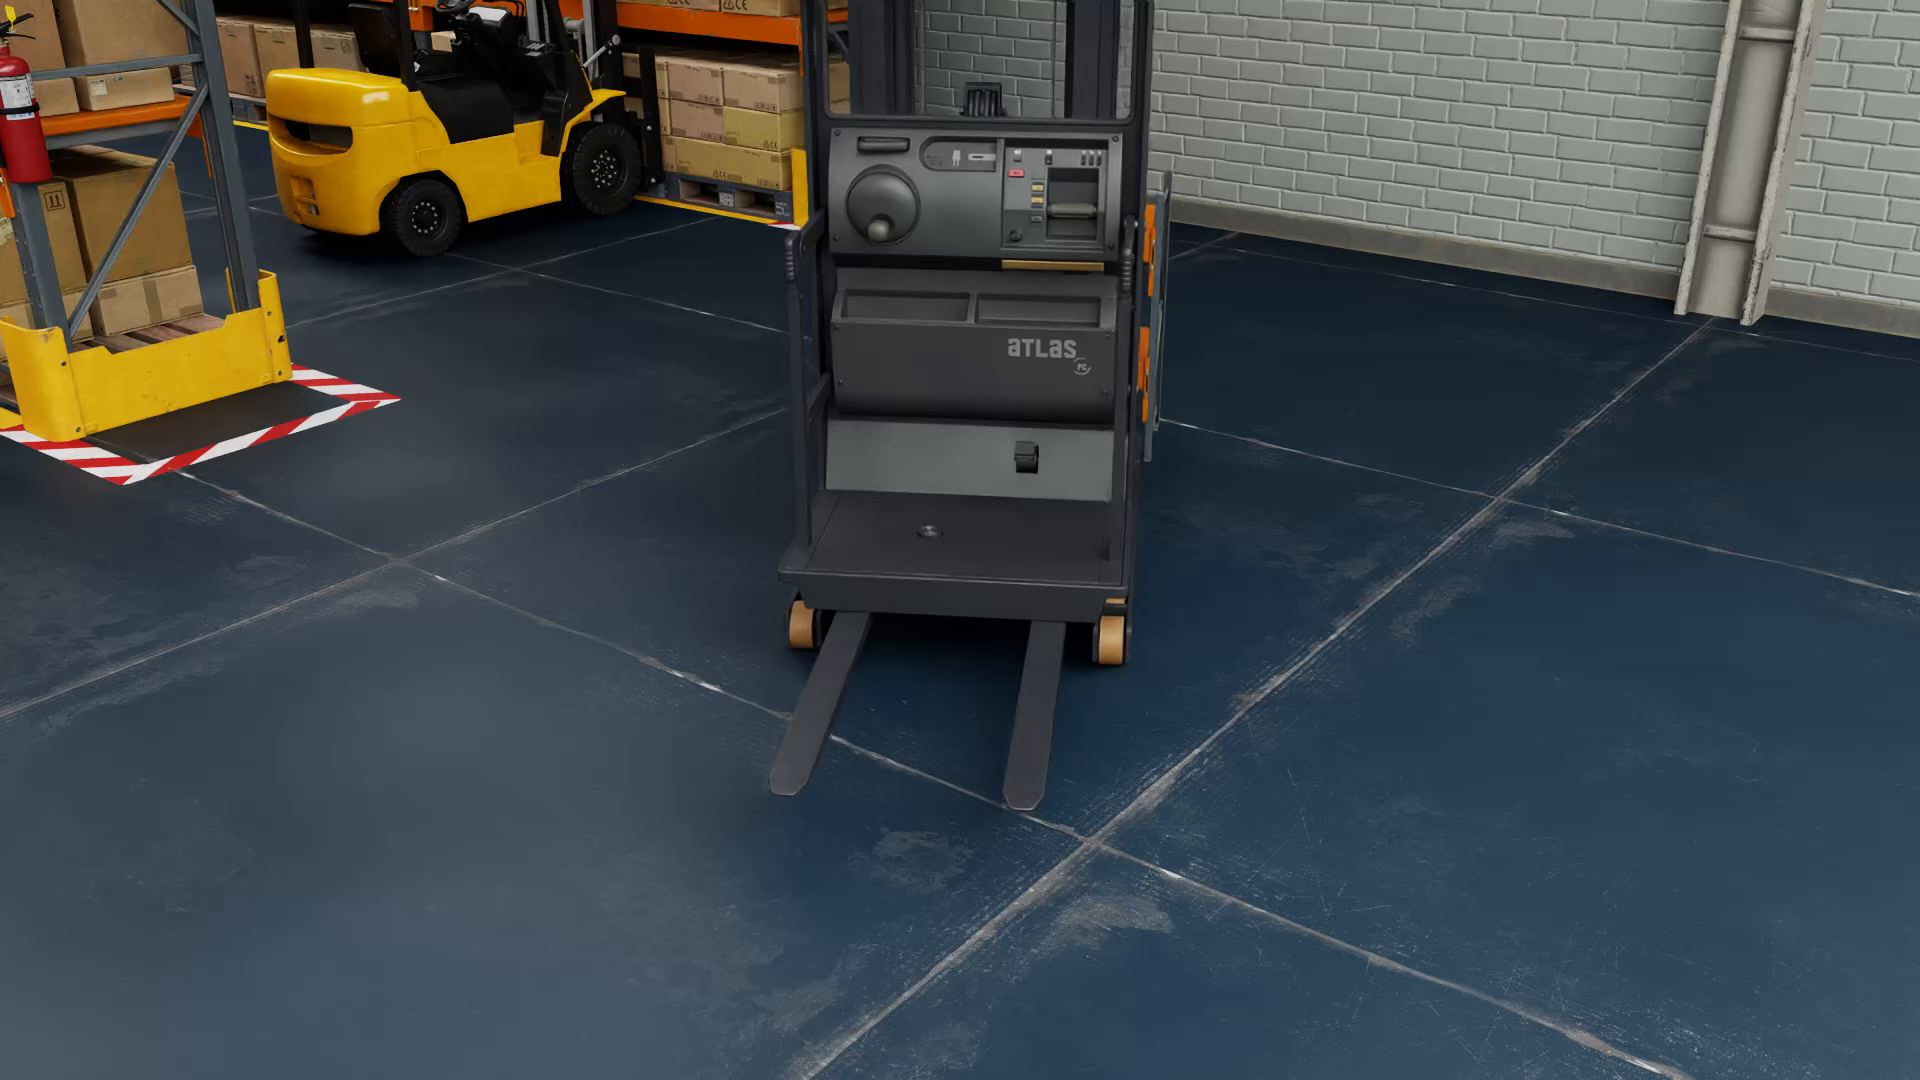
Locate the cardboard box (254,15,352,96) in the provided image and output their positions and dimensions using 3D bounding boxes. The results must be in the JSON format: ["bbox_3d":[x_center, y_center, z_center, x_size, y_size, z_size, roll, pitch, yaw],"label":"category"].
[{"bbox_3d":[-5.496,-4.167,14.411,0.625,0.625,0.875,15,28,31],"label":"cardboard box"}]

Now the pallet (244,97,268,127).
[{"bbox_3d":[-5.446,-3.752,14.503,1.213,0.211,1.003,17,29,33],"label":"pallet"}]

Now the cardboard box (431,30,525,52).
[{"bbox_3d":[-3.654,-3.740,12.668,0.500,0.250,0.500,16,29,33],"label":"cardboard box"}]

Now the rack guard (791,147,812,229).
[{"bbox_3d":[-0.633,-2.450,11.191,0.348,0.500,1.175,17,29,33],"label":"rack guard"}]

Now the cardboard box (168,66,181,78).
[{"bbox_3d":[-7.521,-4.616,15.585,0.500,0.500,0.500,18,29,35],"label":"cardboard box"}]

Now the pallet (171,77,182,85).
[{"bbox_3d":[-7.629,-4.451,16.091,1.213,0.211,1.003,17,29,33],"label":"pallet"}]

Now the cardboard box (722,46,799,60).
[{"bbox_3d":[-1.325,-3.288,11.642,0.500,0.250,0.500,17,29,33],"label":"cardboard box"}]

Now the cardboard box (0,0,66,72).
[{"bbox_3d":[-4.226,-2.222,7.079,0.500,0.500,0.500,16,29,32],"label":"cardboard box"}]

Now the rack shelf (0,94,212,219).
[{"bbox_3d":[-5.227,-2.152,8.306,4.000,0.370,1.077,17,29,33],"label":"rack shelf"}]

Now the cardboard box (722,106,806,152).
[{"bbox_3d":[-1.229,-2.779,11.107,0.500,0.250,0.500,16,29,33],"label":"cardboard box"}]

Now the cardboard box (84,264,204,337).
[{"bbox_3d":[-4.106,-1.216,8.178,0.500,0.250,0.500,17,29,33],"label":"cardboard box"}]

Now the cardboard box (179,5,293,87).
[{"bbox_3d":[-6.563,-4.485,15.133,0.625,0.625,0.875,18,29,35],"label":"cardboard box"}]

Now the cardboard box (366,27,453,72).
[{"bbox_3d":[-4.277,-3.795,13.568,0.625,0.625,0.875,18,30,36],"label":"cardboard box"}]

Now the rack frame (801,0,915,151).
[{"bbox_3d":[-0.652,-3.600,10.700,0.127,3.000,1.000,17,29,33],"label":"rack frame"}]

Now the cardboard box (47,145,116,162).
[{"bbox_3d":[-4.546,-1.690,8.324,0.500,0.500,0.500,16,28,31],"label":"cardboard box"}]

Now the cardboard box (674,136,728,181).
[{"bbox_3d":[-1.610,-2.669,11.476,0.500,0.250,0.500,17,29,33],"label":"cardboard box"}]

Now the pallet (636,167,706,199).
[{"bbox_3d":[-2.261,-2.791,12.322,1.213,0.211,1.003,17,29,33],"label":"pallet"}]

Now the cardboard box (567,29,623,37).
[{"bbox_3d":[-2.929,-3.784,12.768,0.500,0.250,0.500,16,29,33],"label":"cardboard box"}]

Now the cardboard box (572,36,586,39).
[{"bbox_3d":[-2.846,-3.497,12.116,0.500,0.250,0.500,18,29,35],"label":"cardboard box"}]

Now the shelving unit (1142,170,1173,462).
[{"bbox_3d":[0.332,-0.980,7.079,1.048,1.125,0.538,4,24,10],"label":"shelving unit"}]

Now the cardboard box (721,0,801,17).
[{"bbox_3d":[-1.204,-3.680,10.758,0.500,0.500,0.500,16,28,32],"label":"cardboard box"}]

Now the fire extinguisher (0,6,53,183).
[{"bbox_3d":[-3.811,-1.786,6.679,0.183,0.674,0.296,17,29,33],"label":"fire extinguisher"}]

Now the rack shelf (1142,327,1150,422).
[{"bbox_3d":[0.332,-0.756,7.178,1.000,0.278,0.538,4,24,10],"label":"rack shelf"}]

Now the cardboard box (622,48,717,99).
[{"bbox_3d":[-2.030,-3.243,11.538,0.500,0.250,0.500,17,29,34],"label":"cardboard box"}]

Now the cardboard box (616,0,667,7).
[{"bbox_3d":[-2.023,-3.932,11.330,0.500,0.500,0.500,16,29,32],"label":"cardboard box"}]

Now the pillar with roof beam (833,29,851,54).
[{"bbox_3d":[-3.251,-5.415,7.380,0.400,9.000,9.100,17,29,33],"label":"pillar with roof beam"}]

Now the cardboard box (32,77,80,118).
[{"bbox_3d":[-4.054,-1.904,7.163,0.250,0.149,0.380,18,29,35],"label":"cardboard box"}]

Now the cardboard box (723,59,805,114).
[{"bbox_3d":[-1.208,-3.002,10.993,0.500,0.250,0.500,18,29,35],"label":"cardboard box"}]

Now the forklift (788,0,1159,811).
[{"bbox_3d":[0.046,-1.082,5.071,1.130,2.935,3.031,2,24,4],"label":"forklift"}]

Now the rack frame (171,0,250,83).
[{"bbox_3d":[-7.054,-5.534,15.091,0.127,3.000,1.000,17,29,33],"label":"rack frame"}]

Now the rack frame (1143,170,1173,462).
[{"bbox_3d":[0.832,-0.942,6.994,0.032,1.125,0.500,4,24,10],"label":"rack frame"}]

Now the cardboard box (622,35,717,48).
[{"bbox_3d":[-2.125,-3.539,12.211,0.500,0.250,0.500,16,28,32],"label":"cardboard box"}]

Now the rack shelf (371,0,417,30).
[{"bbox_3d":[-5.453,-4.722,14.138,4.000,0.370,1.077,17,29,33],"label":"rack shelf"}]

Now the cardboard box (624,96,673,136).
[{"bbox_3d":[-2.050,-3.022,11.659,0.500,0.250,0.500,16,28,32],"label":"cardboard box"}]
